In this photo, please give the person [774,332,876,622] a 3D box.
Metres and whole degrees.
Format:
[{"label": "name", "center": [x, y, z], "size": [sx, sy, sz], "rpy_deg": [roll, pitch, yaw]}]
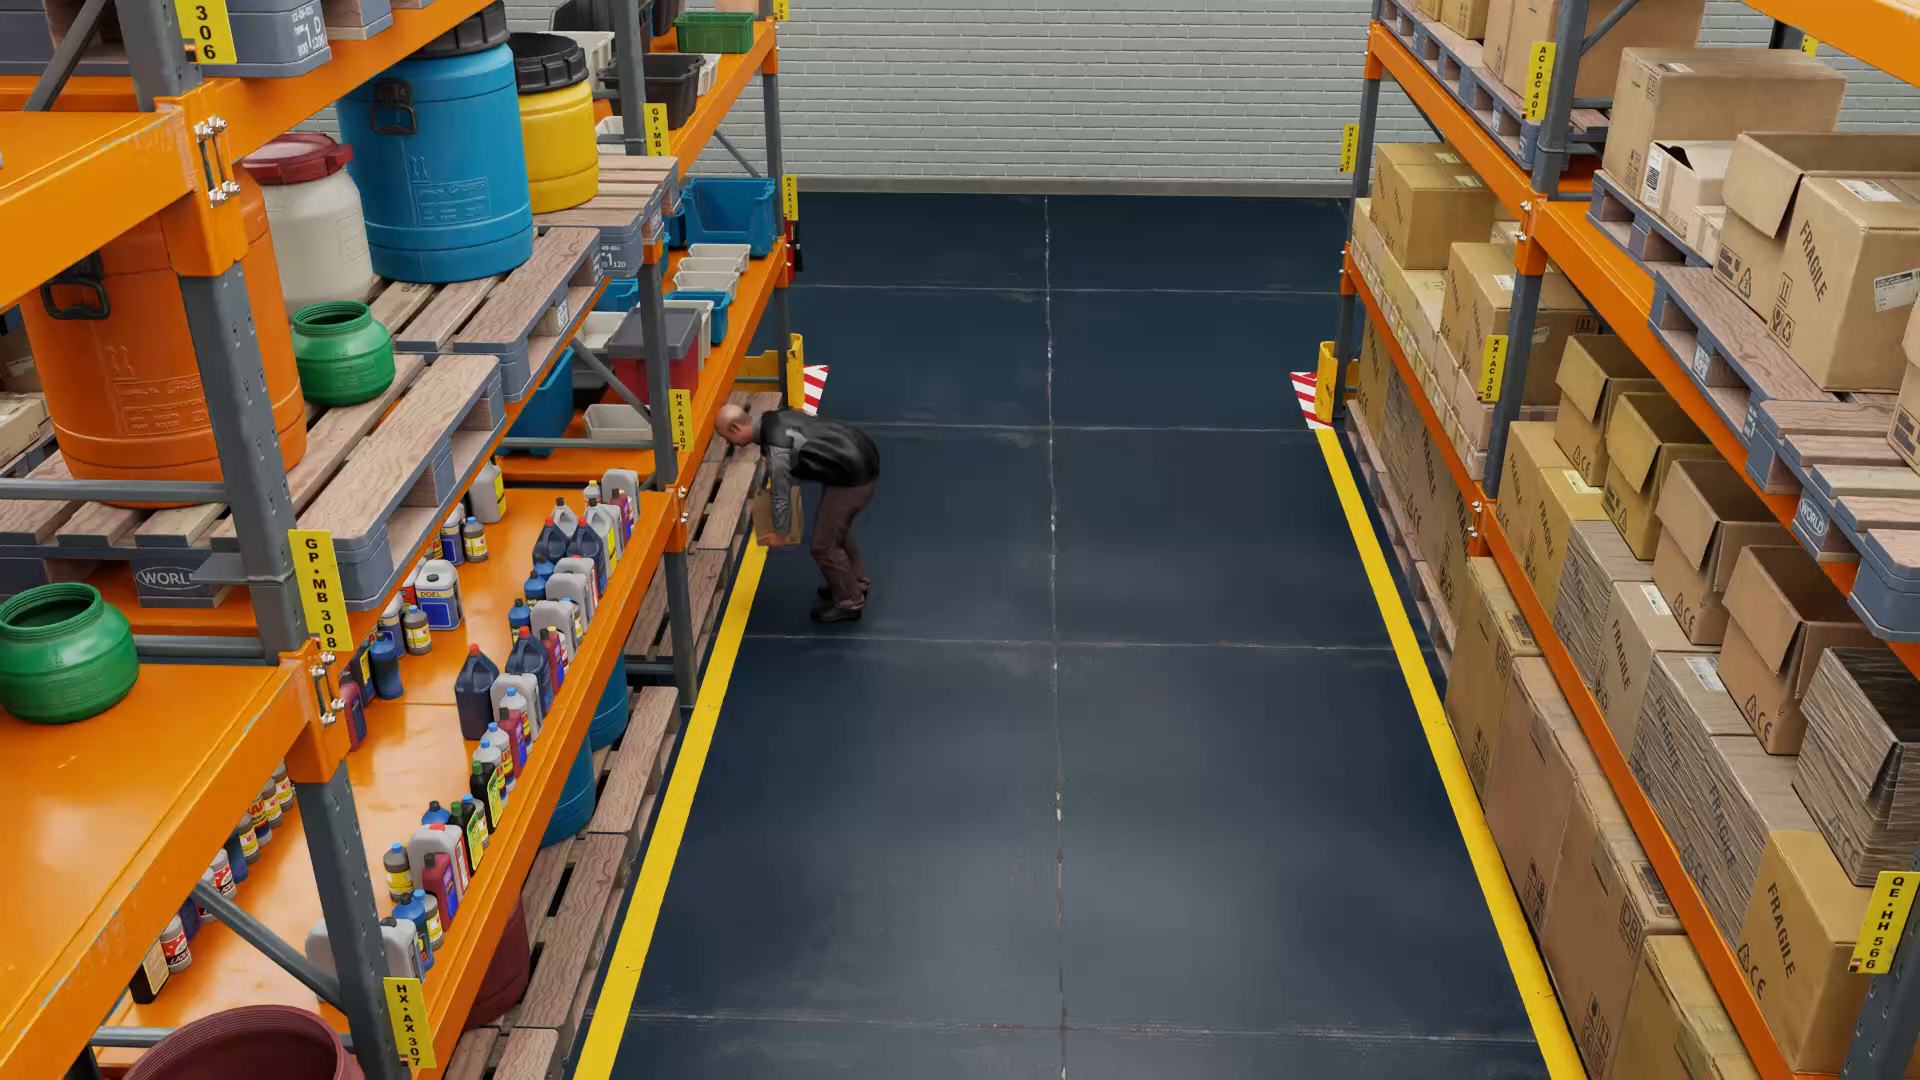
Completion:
[{"label": "person", "center": [-0.747, -0.363, 9.347], "size": [0.560, 1.711, 0.494], "rpy_deg": [1, 28, 2]}]
